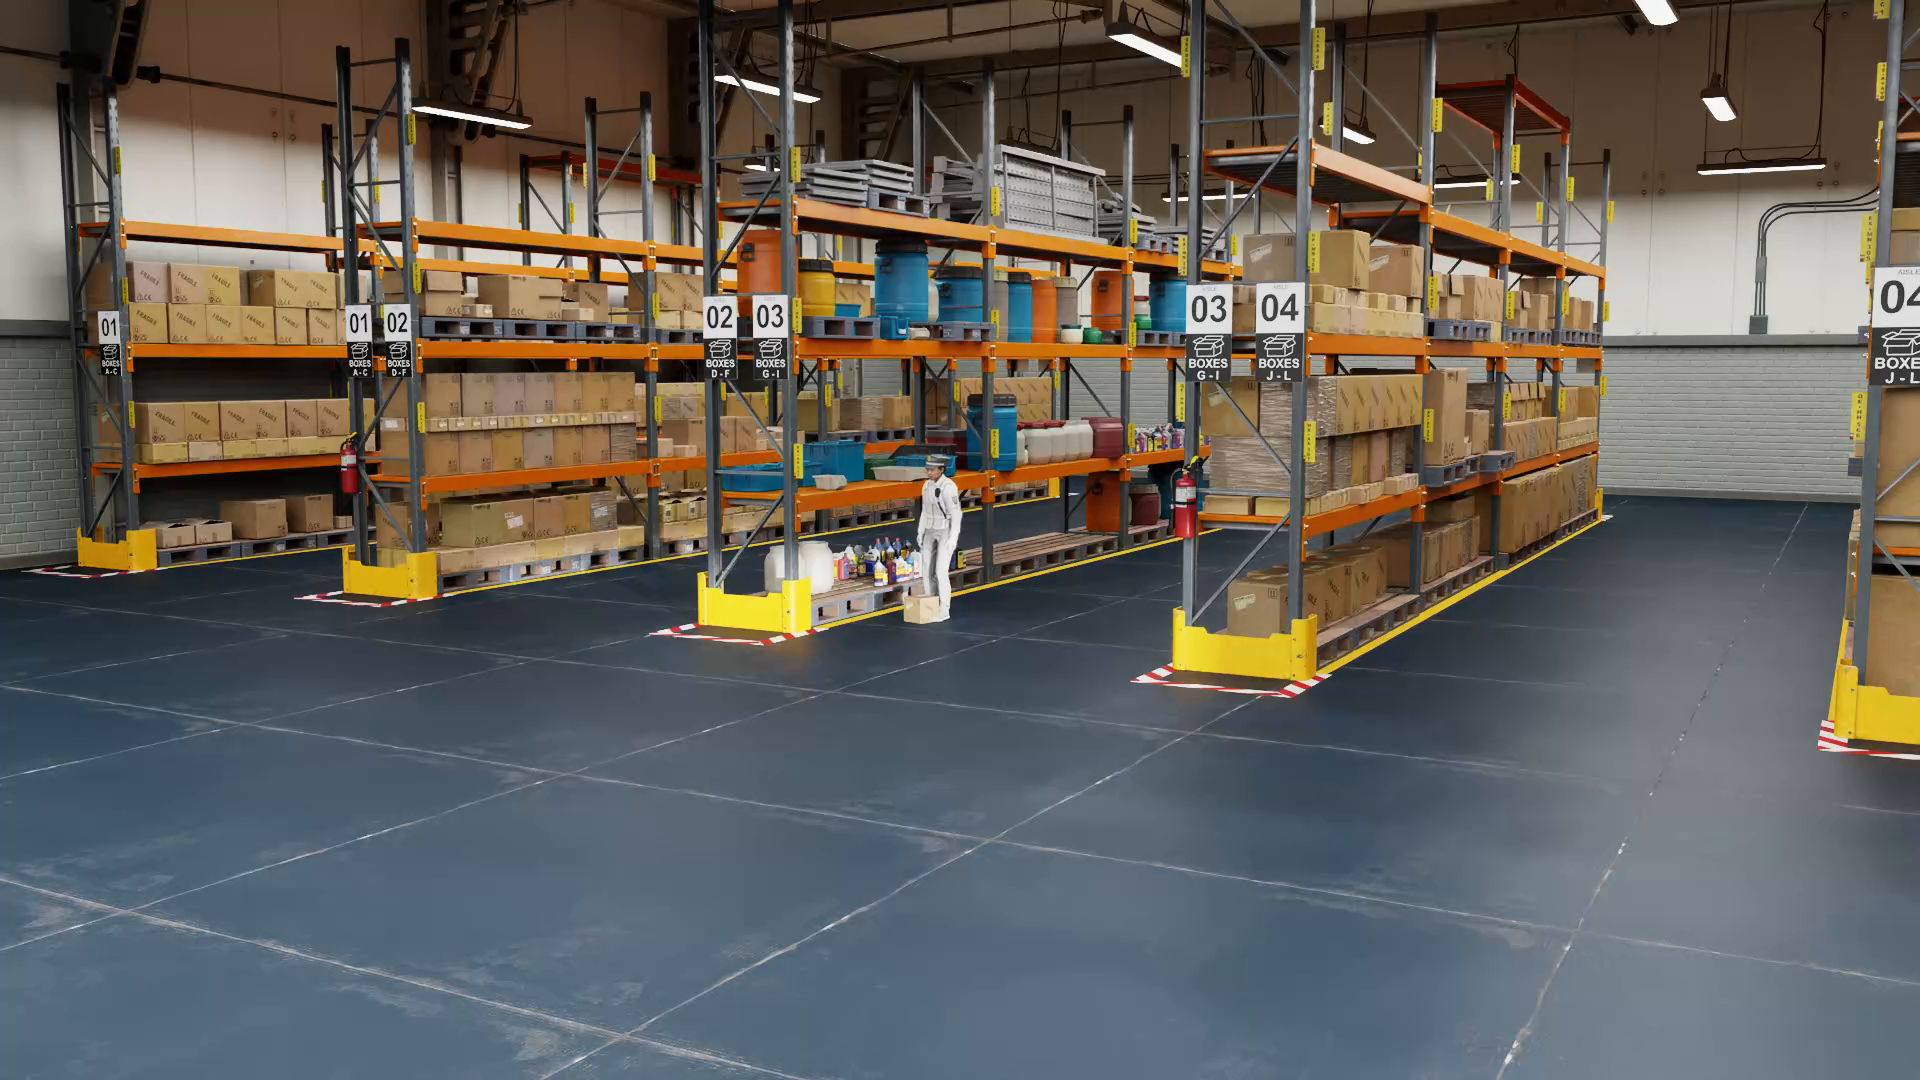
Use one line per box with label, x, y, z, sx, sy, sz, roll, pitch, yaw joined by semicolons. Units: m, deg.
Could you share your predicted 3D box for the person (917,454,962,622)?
person;-0.228;-0.032;16.656;0.532;1.663;0.414;6;8;44
